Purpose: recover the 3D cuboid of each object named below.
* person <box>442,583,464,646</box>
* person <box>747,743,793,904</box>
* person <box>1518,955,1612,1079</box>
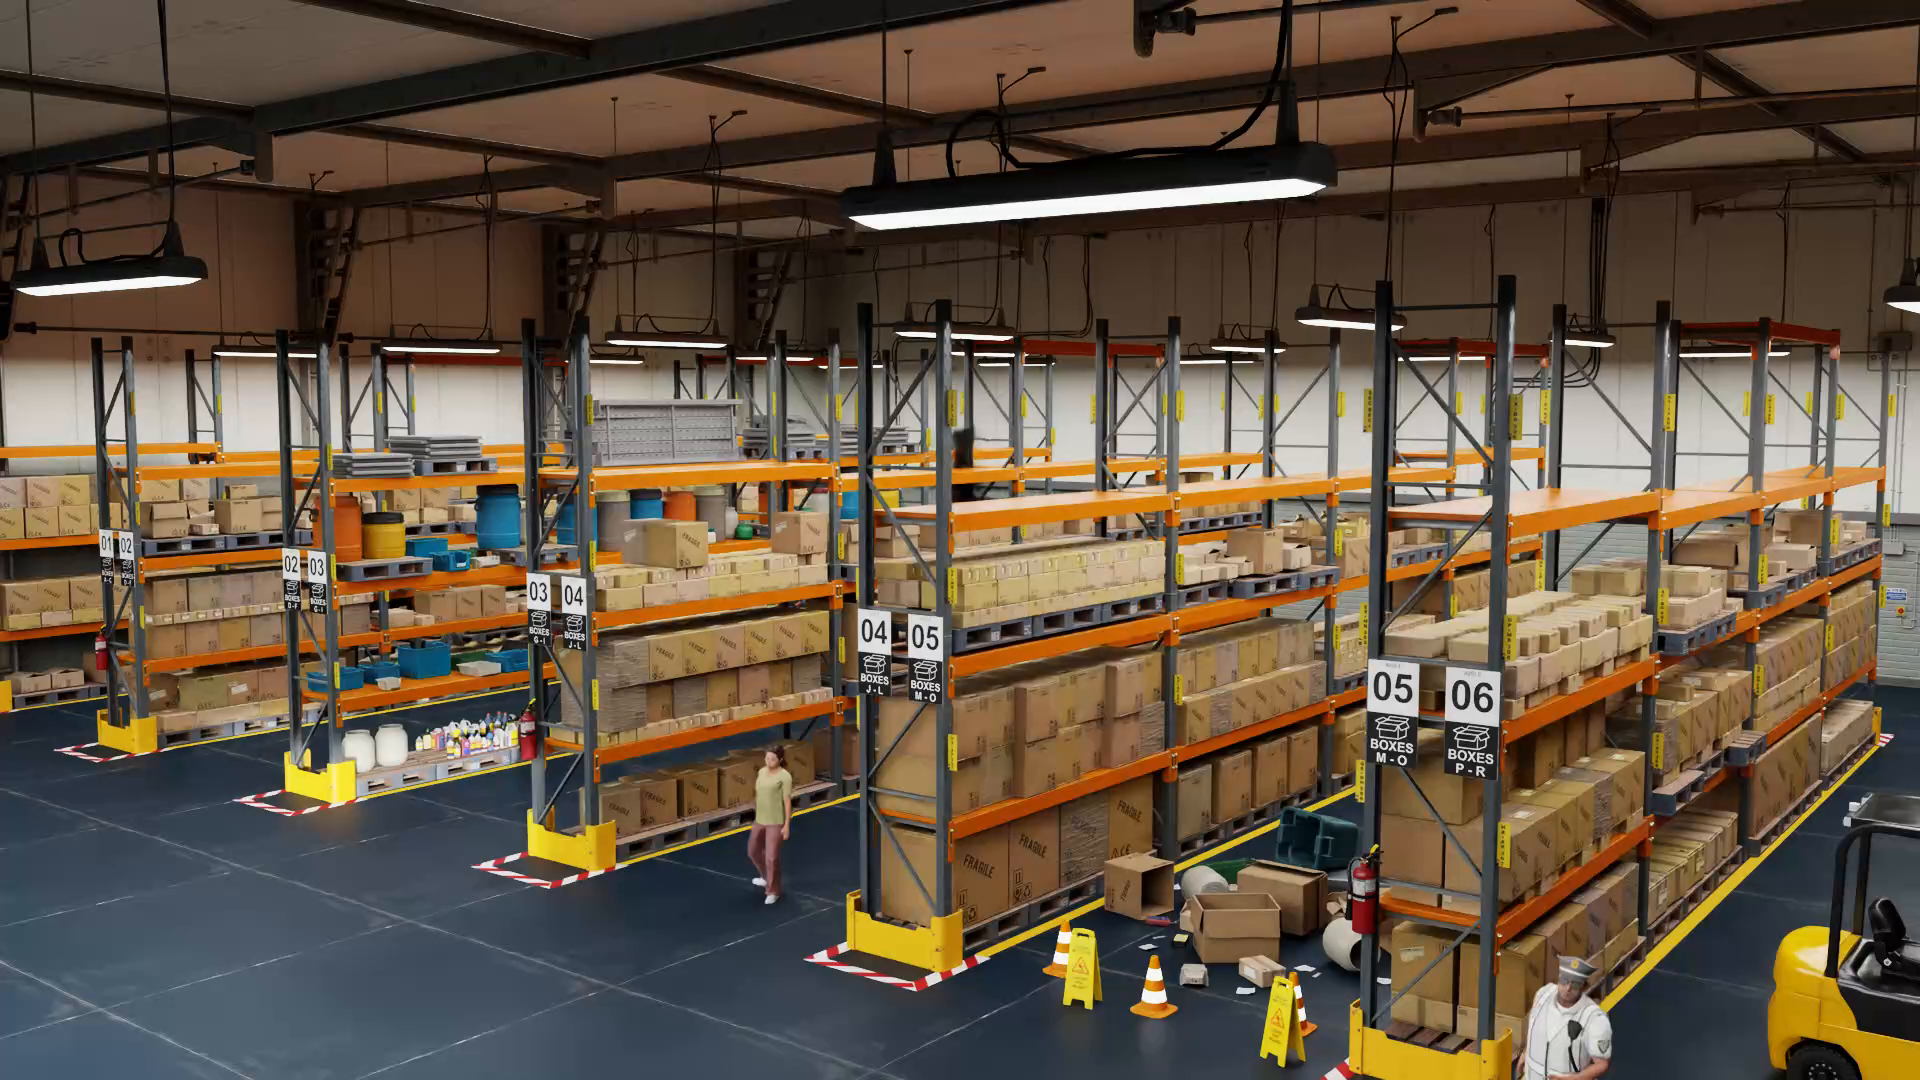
[{"bbox_3d":[-9.912,1.512,32.353,0.549,1.738,0.812,3,6,33],"label":"person"},{"bbox_3d":[-1.940,2.862,17.049,0.649,1.643,0.491,3,6,34],"label":"person"},{"bbox_3d":[3.687,3.388,10.368,0.760,1.733,0.810,4,7,41],"label":"person"}]
